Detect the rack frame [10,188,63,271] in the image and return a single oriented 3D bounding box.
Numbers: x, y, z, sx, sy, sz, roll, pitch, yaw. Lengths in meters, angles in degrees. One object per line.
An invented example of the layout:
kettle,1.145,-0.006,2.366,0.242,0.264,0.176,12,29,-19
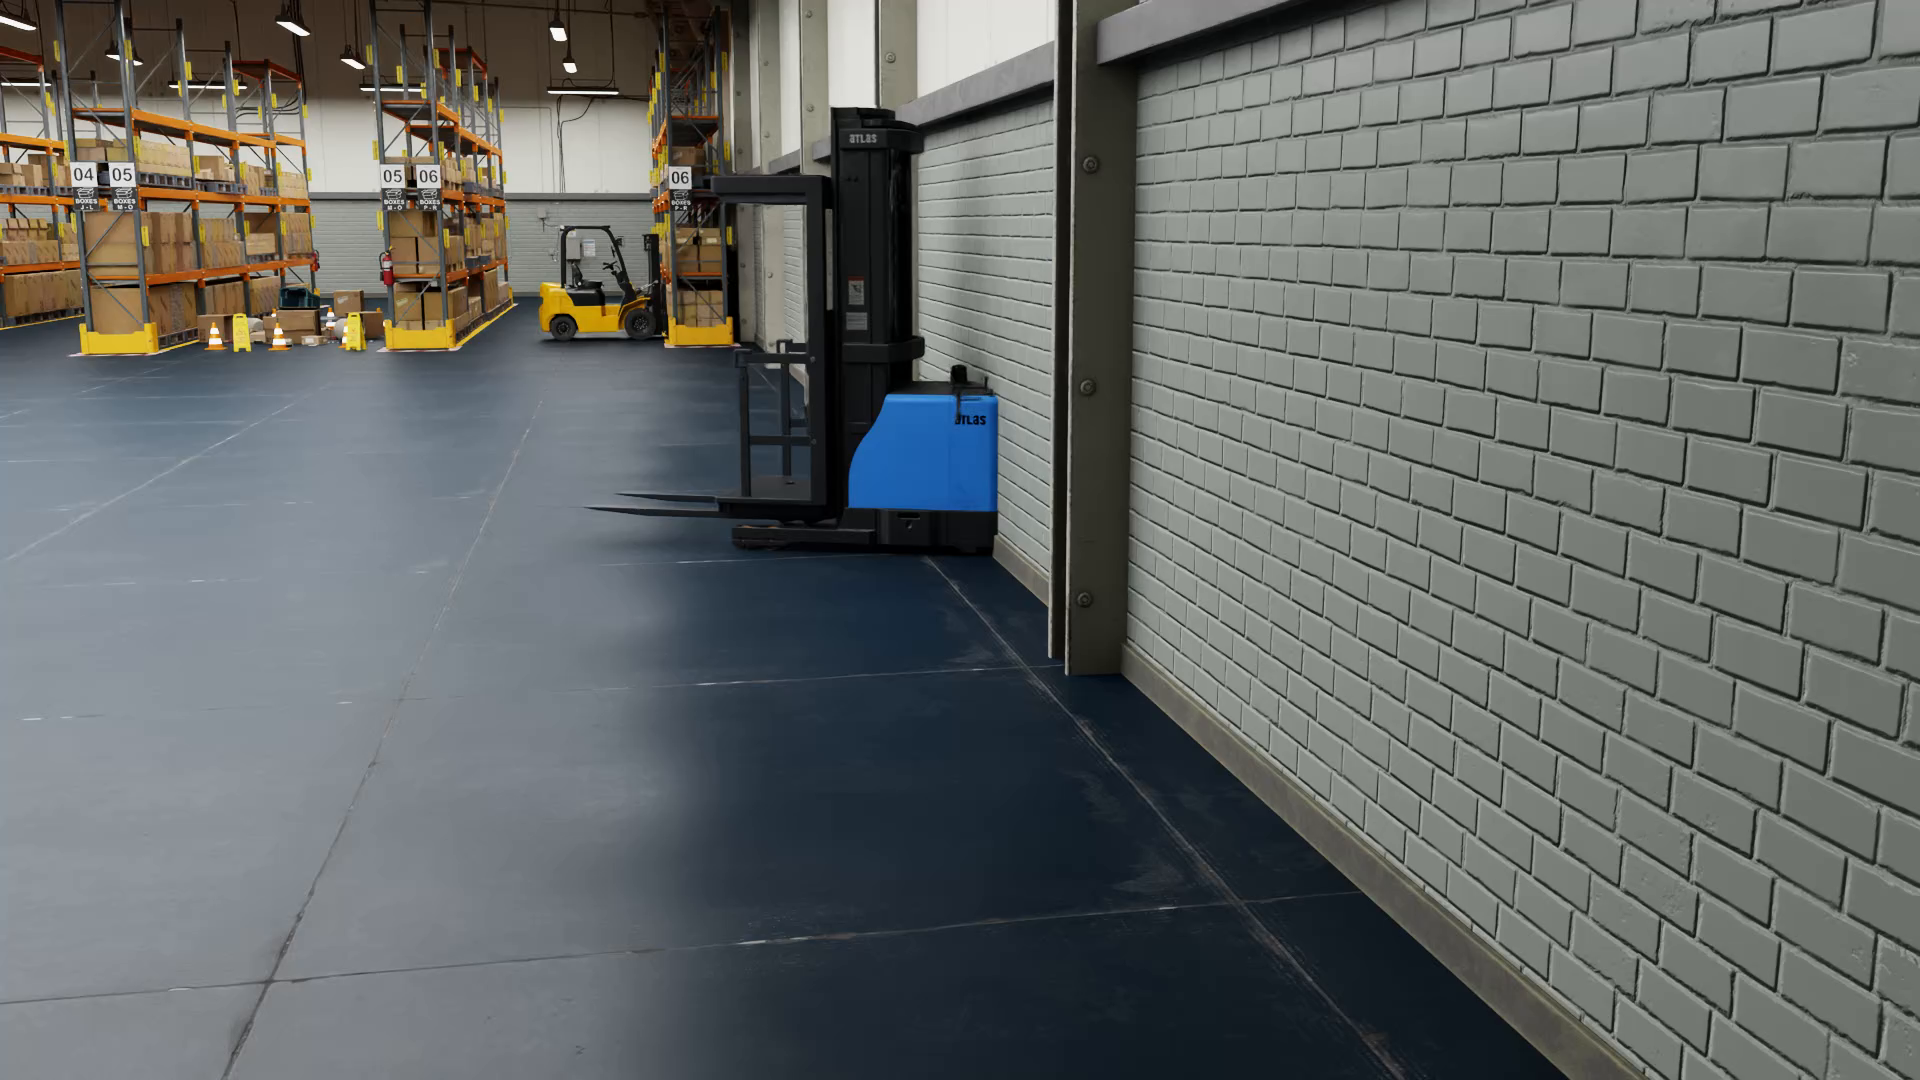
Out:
rack frame,-21.697,-6.748,39.128,1.000,3.000,0.127,-2,11,-11

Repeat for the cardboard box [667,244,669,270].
cardboard box,-5.428,-5.500,32.302,0.500,0.500,0.500,-2,11,-11

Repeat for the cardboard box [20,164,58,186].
cardboard box,-21.908,-8.667,39.532,0.700,0.500,0.500,-3,11,-14

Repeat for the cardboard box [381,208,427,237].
cardboard box,-9.956,-5.680,29.778,0.700,0.500,0.500,-2,11,-12

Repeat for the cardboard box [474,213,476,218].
cardboard box,-12.332,-8.111,41.610,0.380,0.149,0.250,-2,11,-11

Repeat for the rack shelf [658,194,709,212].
rack shelf,-5.941,-7.309,35.978,1.077,0.370,4.000,-2,11,-11

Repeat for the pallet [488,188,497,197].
pallet,-12.125,-8.689,41.539,1.003,0.211,1.213,-2,11,-11

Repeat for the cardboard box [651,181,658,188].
cardboard box,-7.424,-8.777,41.048,0.380,0.149,0.250,-2,11,-10

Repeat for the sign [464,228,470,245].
sign,-9.889,-6.088,33.342,0.100,0.325,0.005,-2,11,-11

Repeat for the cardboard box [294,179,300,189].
cardboard box,-17.053,-9.026,42.137,0.500,0.250,0.500,-2,11,-10

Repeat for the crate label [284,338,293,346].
crate label,-12.228,-3.572,30.099,0.250,0.136,0.298,-9,14,-40

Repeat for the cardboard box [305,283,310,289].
cardboard box,-17.071,-6.563,43.064,0.380,0.149,0.250,-2,11,-12

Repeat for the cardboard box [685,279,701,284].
cardboard box,-6.430,-6.195,40.050,0.380,0.149,0.250,-2,11,-11

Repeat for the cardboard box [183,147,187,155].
cardboard box,-14.823,-7.338,31.354,0.380,0.149,0.250,-2,11,-11

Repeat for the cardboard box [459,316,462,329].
cardboard box,-9.738,-4.115,31.522,0.500,0.250,0.500,-1,11,-7

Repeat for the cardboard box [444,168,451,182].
cardboard box,-9.692,-6.742,30.679,0.500,0.250,0.500,-2,11,-9

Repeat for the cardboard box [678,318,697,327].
cardboard box,-5.175,-4.019,31.020,0.500,0.250,0.500,-2,11,-11

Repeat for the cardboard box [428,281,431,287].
cardboard box,-10.605,-5.041,32.647,0.380,0.149,0.250,-2,11,-10

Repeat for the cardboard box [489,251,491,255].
cardboard box,-11.464,-6.775,39.670,0.500,0.250,0.500,-2,11,-13

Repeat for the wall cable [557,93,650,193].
wall cable,-10.659,-11.962,50.375,2.988,3.039,0.133,-2,11,-11

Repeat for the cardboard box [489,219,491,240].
cardboard box,-11.456,-7.388,39.546,0.500,0.500,0.500,-2,11,-9

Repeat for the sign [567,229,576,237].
sign,-11.879,-9.367,50.677,0.339,0.242,0.001,-2,11,-11

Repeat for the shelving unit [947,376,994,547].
shelving unit,0.047,-0.516,11.229,0.258,1.200,0.189,-3,31,-11

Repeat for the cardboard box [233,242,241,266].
cardboard box,-15.587,-6.061,35.251,0.500,0.500,0.500,-2,11,-11

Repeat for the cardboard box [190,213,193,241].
cardboard box,-15.218,-5.978,31.792,0.875,0.550,0.550,-2,11,-11

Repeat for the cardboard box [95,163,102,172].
cardboard box,-14.875,-6.363,28.365,0.380,0.149,0.250,-2,11,-11

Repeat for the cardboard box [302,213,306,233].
cardboard box,-17.158,-8.162,42.820,0.500,0.500,0.500,-3,11,-13

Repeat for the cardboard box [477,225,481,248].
cardboard box,-10.726,-6.609,36.209,0.500,0.500,0.500,-2,11,-12

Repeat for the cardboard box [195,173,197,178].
cardboard box,-15.128,-7.225,32.582,0.258,0.266,0.396,-2,11,-12

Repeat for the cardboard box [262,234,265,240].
cardboard box,-16.345,-7.028,38.558,0.380,0.149,0.250,-2,11,-13

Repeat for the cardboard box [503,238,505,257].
cardboard box,-12.318,-7.720,43.965,0.500,0.500,0.500,-2,11,-12

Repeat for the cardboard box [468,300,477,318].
cardboard box,-10.805,-4.912,35.385,0.950,0.372,0.625,-2,11,-9

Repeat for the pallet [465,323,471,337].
pallet,-10.255,-4.149,32.933,1.003,0.211,1.213,-2,11,-11

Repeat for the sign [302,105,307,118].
sign,-17.041,-11.144,43.256,0.100,0.325,0.005,-2,11,-11

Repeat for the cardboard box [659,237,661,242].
cardboard box,-6.829,-7.106,39.607,0.797,0.503,0.637,-2,11,-12

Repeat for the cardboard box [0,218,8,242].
cardboard box,-21.045,-6.691,35.878,0.797,0.503,0.637,-2,11,-9

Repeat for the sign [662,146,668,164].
sign,-5.309,-6.941,29.964,0.100,0.325,0.005,-2,11,-11

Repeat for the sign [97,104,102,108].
sign,-21.940,-10.944,42.416,0.100,0.325,0.005,-2,11,-11

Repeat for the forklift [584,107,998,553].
forklift,-1.104,-1.462,11.540,3.031,2.935,1.130,2,11,10

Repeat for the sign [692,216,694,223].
sign,-7.338,-8.764,45.776,0.100,0.325,0.005,-2,11,-11

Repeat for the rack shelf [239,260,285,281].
rack shelf,-16.423,-6.190,38.118,1.077,0.370,4.000,-2,11,-11

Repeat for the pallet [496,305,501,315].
pallet,-11.752,-5.600,40.553,1.003,0.211,1.213,-2,11,-11

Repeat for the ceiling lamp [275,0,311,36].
ceiling lamp,-12.536,-11.352,31.659,0.800,3.185,2.000,-2,11,-11

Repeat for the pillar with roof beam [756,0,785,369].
pillar with roof beam,-7.081,-6.939,24.088,9.100,9.000,0.400,-2,11,-11

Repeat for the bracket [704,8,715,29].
bracket,-4.955,-10.500,33.170,0.076,0.066,4.783,-2,11,-11

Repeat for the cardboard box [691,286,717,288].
cardboard box,-5.068,-4.900,32.976,0.500,0.250,0.500,-2,11,-11

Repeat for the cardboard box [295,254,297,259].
cardboard box,-17.017,-7.183,42.085,0.380,0.149,0.250,-2,11,-10

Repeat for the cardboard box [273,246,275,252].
cardboard box,-16.540,-6.927,39.617,0.380,0.149,0.250,-2,11,-12

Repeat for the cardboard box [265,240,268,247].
cardboard box,-16.385,-6.929,38.833,0.380,0.149,0.250,-2,11,-13

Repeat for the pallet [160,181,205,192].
pallet,-15.483,-6.988,32.880,0.805,0.209,1.217,-3,11,-13

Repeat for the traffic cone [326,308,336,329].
traffic cone,-13.072,-4.588,34.565,0.336,0.463,0.334,-2,11,-11

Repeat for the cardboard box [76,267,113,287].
cardboard box,-22.272,-6.530,42.540,0.875,0.875,0.875,-2,11,-11

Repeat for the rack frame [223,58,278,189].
rack frame,-16.812,-9.857,39.417,1.000,3.000,0.127,-2,11,-11

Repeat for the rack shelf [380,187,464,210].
rack shelf,-10.031,-6.394,31.172,1.077,0.370,4.000,-2,11,-11
